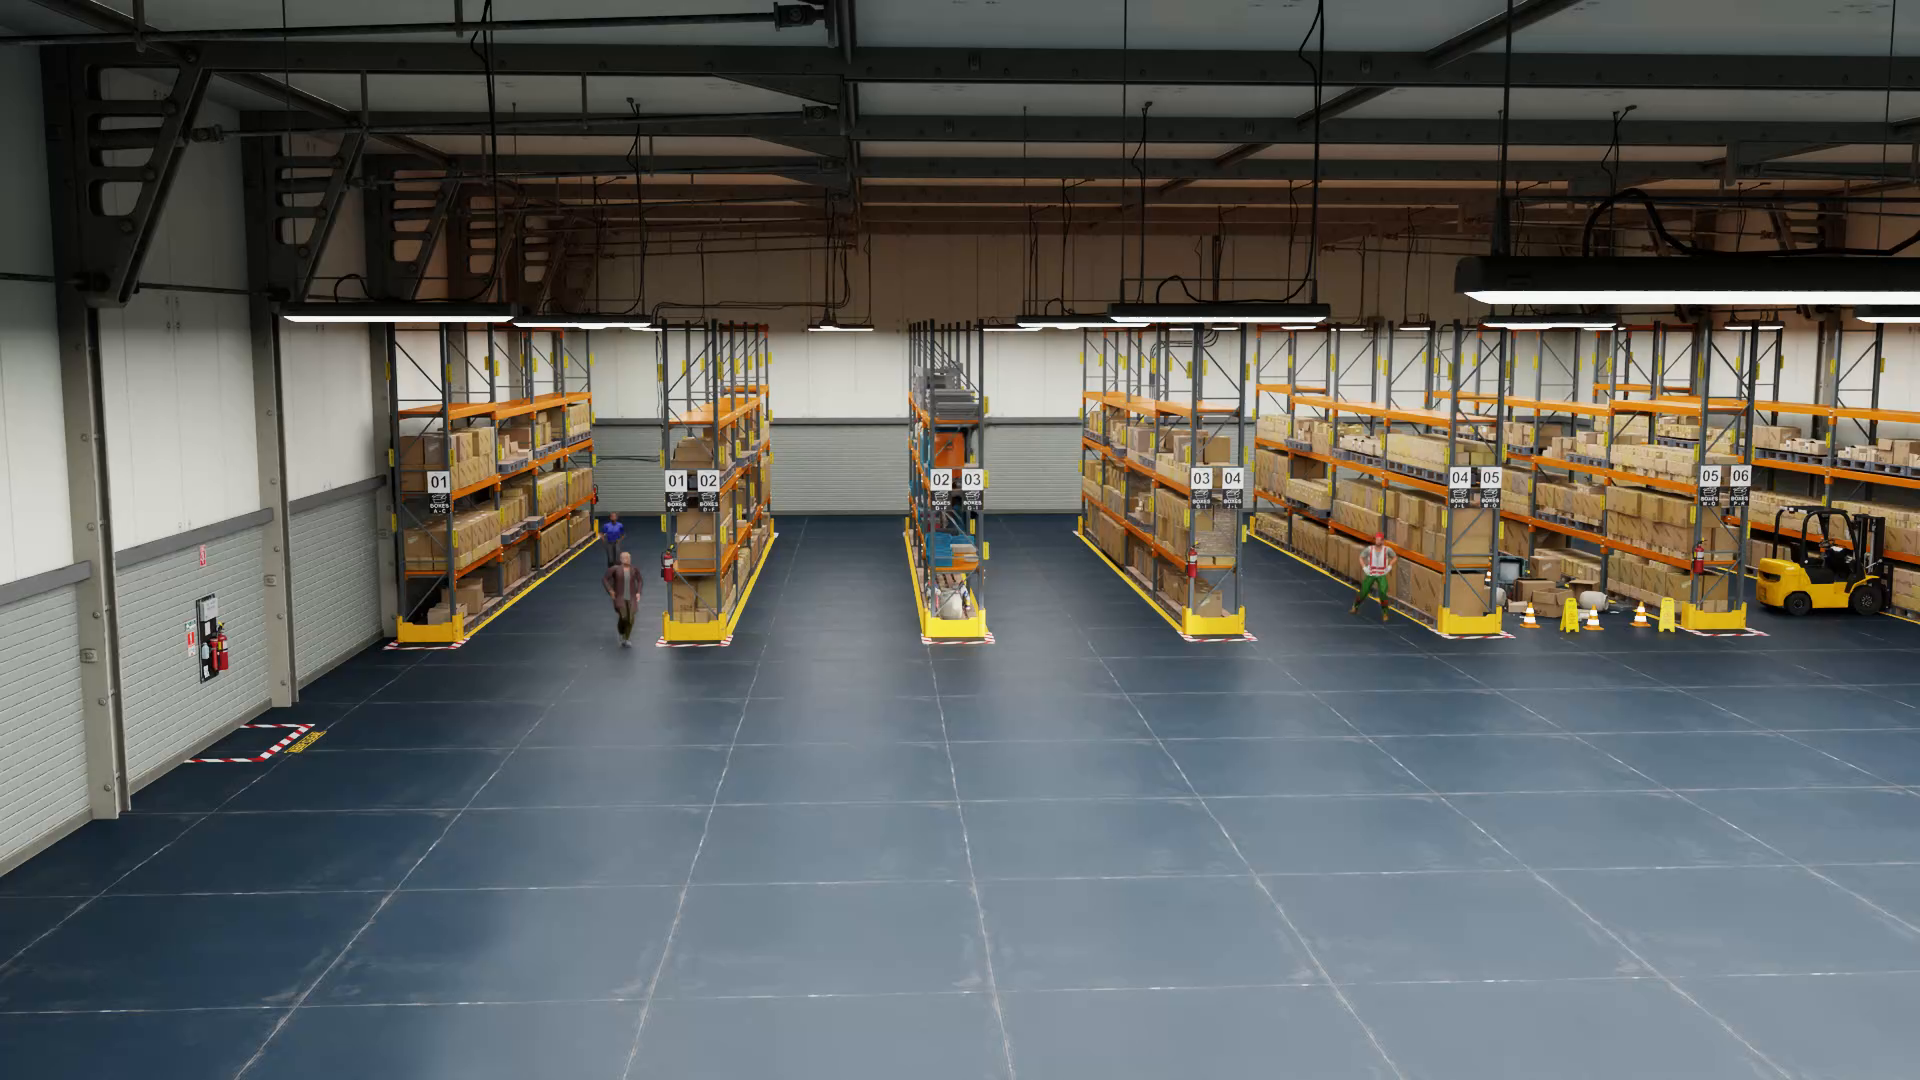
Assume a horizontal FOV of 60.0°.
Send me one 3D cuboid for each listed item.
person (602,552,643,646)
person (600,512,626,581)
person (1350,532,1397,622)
[{"bbox_3d":[-6.147,1.092,30.567,0.737,1.742,0.575,-4,8,-28],"label":"person"},{"bbox_3d":[-8.044,0.161,38.638,0.570,1.617,0.553,-2,7,-16],"label":"person"},{"bbox_3d":[8.361,0.721,33.589,0.898,1.774,0.766,1,7,11],"label":"person"}]
